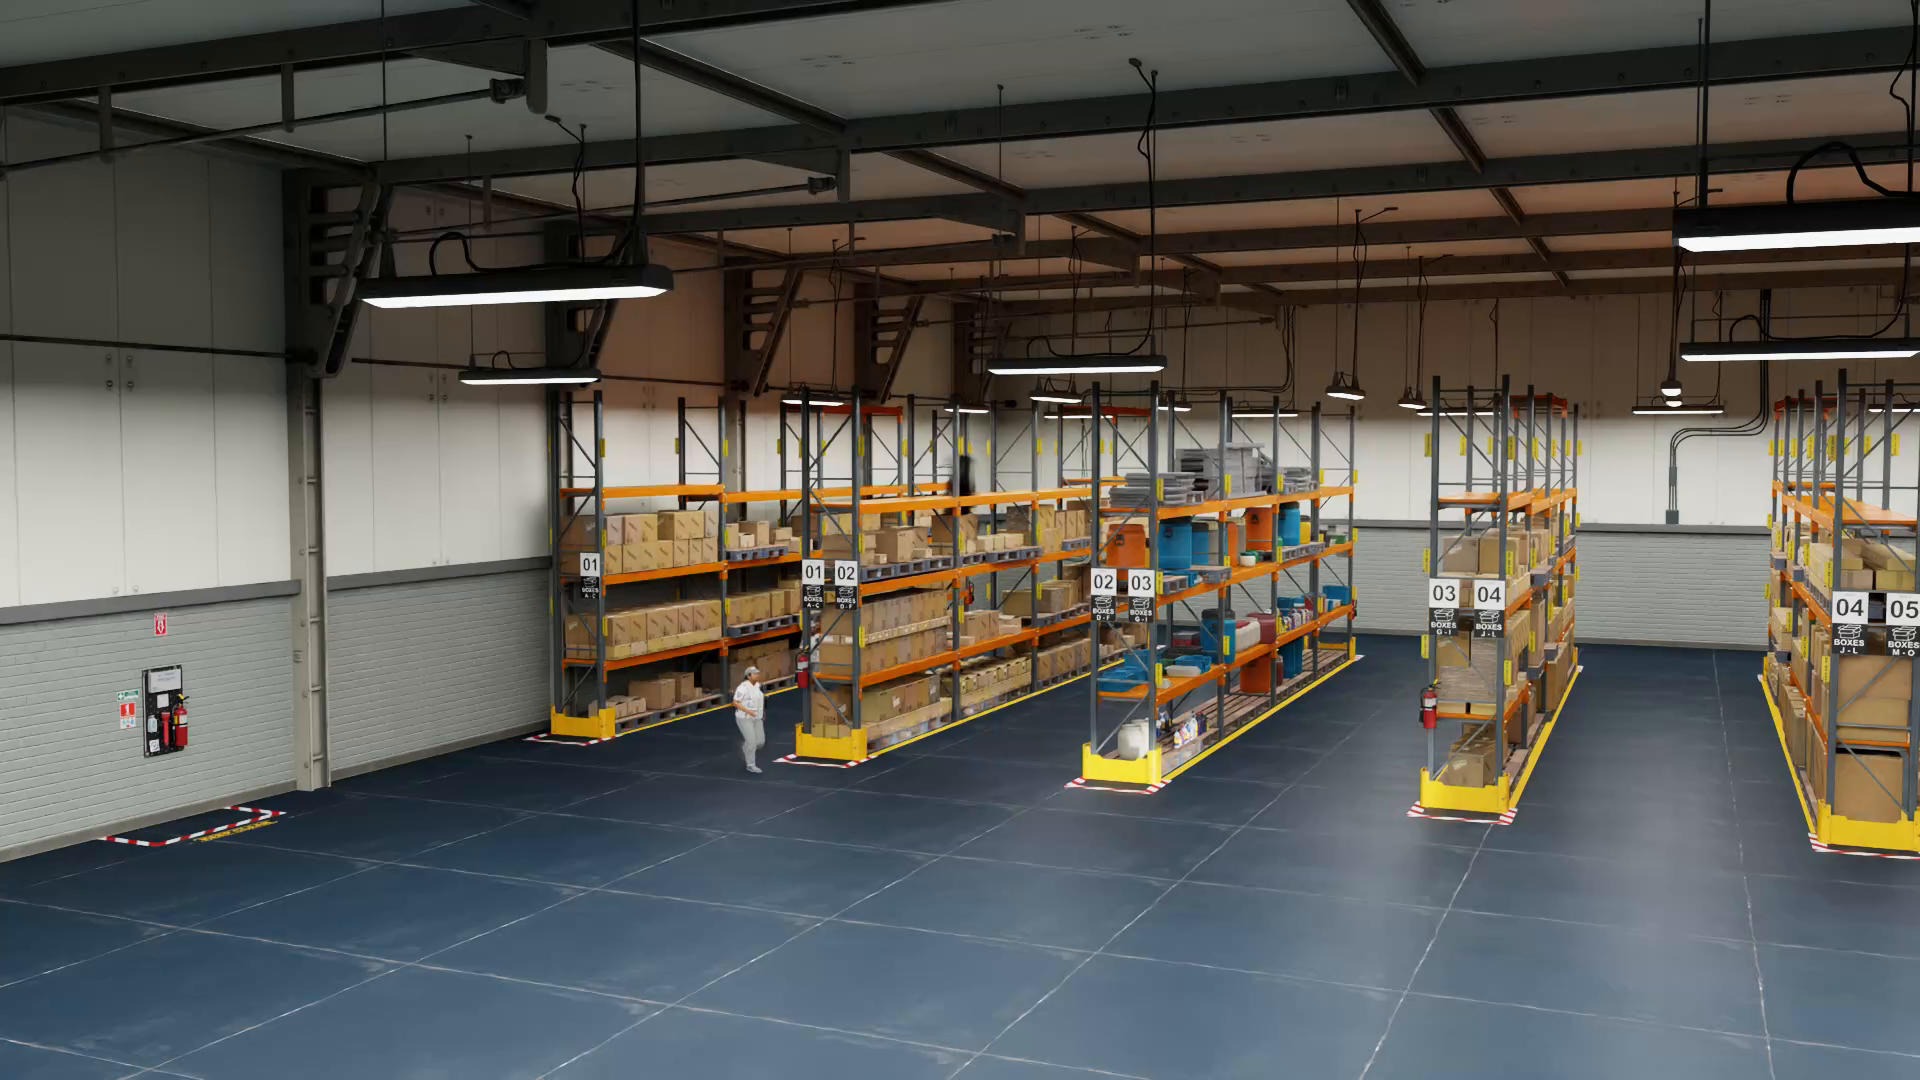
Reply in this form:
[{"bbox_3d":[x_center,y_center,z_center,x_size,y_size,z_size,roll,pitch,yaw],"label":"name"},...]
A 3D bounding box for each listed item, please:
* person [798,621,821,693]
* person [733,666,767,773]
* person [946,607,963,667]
[{"bbox_3d":[-2.778,2.397,31.903,0.568,1.743,0.896,1,3,17],"label":"person"},{"bbox_3d":[-3.284,2.775,25.790,0.612,1.644,0.596,3,4,41],"label":"person"},{"bbox_3d":[-0.092,2.233,35.534,0.571,1.700,0.728,1,3,21],"label":"person"}]
